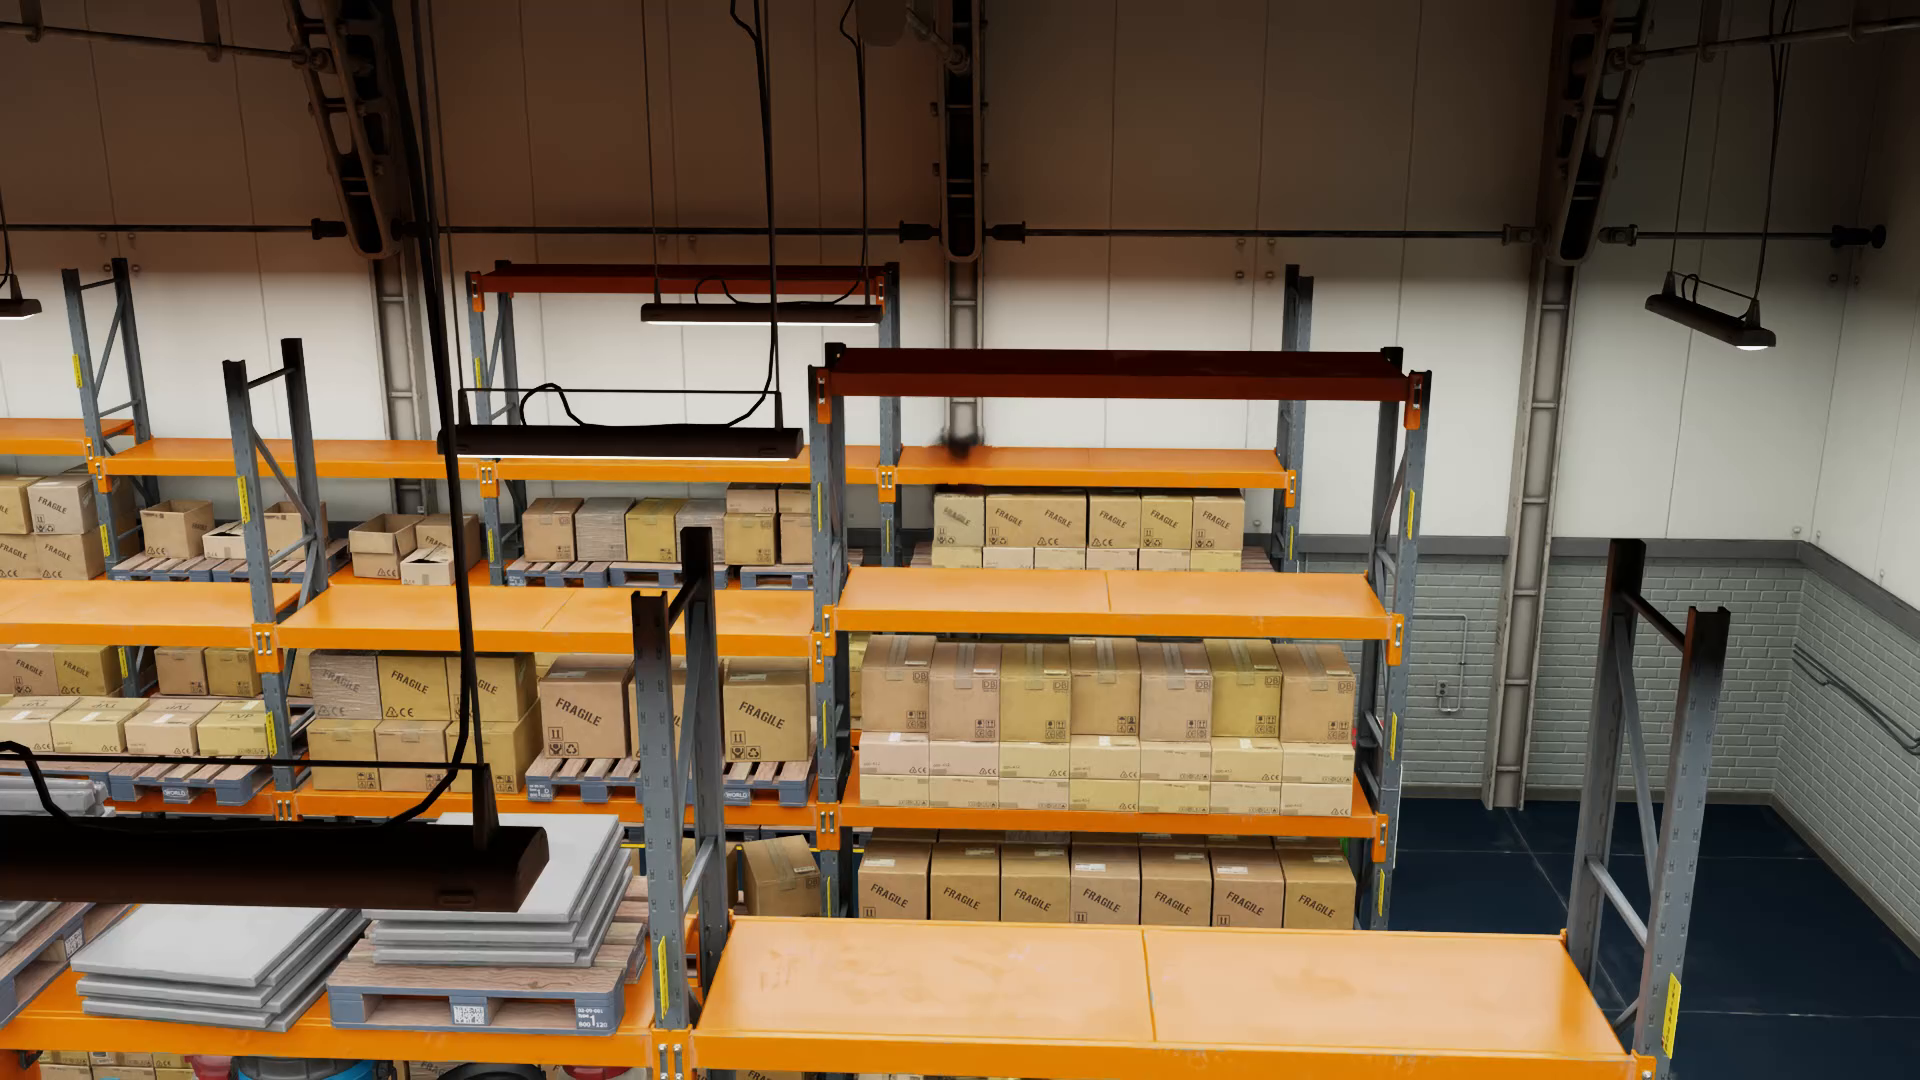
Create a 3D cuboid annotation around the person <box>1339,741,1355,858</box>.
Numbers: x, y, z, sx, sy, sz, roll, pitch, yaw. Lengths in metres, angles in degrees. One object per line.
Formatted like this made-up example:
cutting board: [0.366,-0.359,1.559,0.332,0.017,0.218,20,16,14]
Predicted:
person: [3.627,2.710,16.090,0.925,1.726,0.625,-8,18,-26]
